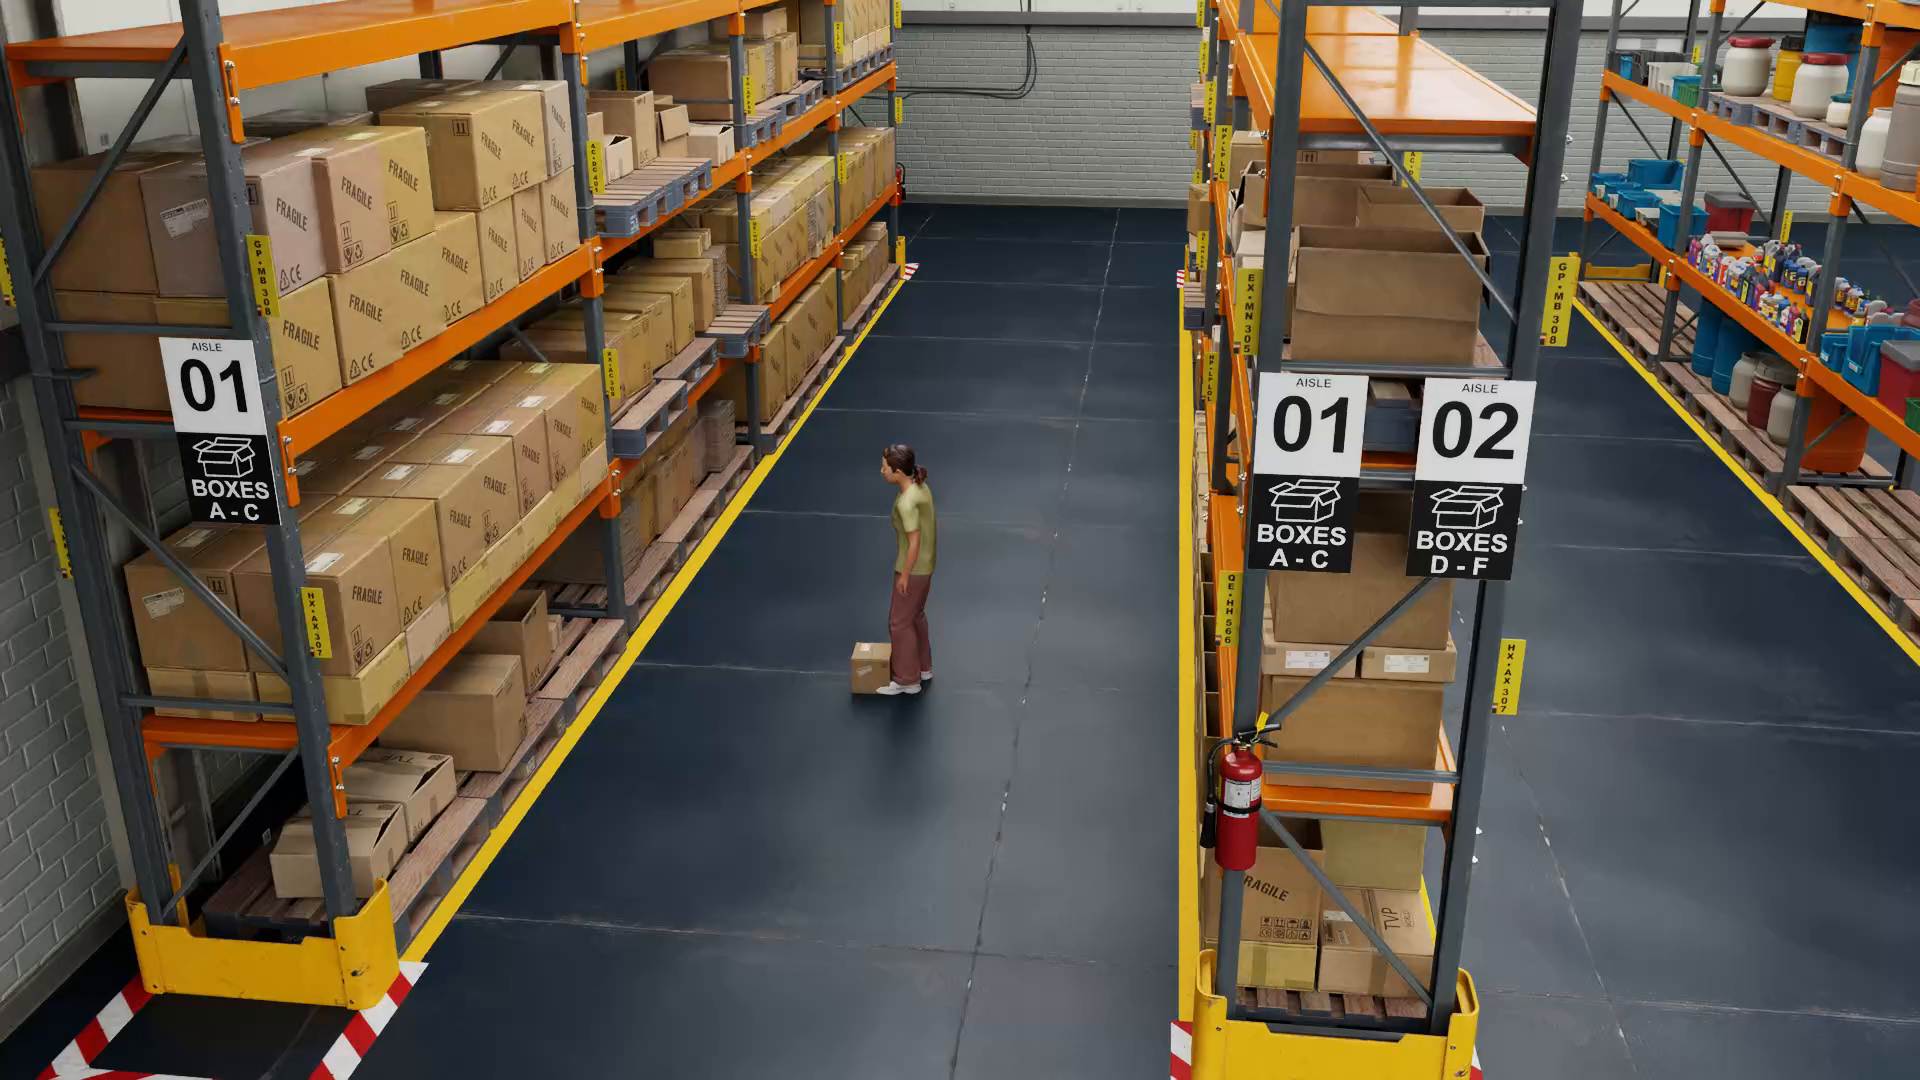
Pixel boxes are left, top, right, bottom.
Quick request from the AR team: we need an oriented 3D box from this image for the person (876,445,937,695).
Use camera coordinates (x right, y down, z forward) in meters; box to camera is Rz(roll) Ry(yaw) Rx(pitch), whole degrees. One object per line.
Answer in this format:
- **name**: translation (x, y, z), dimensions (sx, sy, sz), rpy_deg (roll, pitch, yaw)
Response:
- **person**: translation (-0.349, 0.182, 10.616), dimensions (0.404, 1.673, 0.500), rpy_deg (2, 21, 6)
